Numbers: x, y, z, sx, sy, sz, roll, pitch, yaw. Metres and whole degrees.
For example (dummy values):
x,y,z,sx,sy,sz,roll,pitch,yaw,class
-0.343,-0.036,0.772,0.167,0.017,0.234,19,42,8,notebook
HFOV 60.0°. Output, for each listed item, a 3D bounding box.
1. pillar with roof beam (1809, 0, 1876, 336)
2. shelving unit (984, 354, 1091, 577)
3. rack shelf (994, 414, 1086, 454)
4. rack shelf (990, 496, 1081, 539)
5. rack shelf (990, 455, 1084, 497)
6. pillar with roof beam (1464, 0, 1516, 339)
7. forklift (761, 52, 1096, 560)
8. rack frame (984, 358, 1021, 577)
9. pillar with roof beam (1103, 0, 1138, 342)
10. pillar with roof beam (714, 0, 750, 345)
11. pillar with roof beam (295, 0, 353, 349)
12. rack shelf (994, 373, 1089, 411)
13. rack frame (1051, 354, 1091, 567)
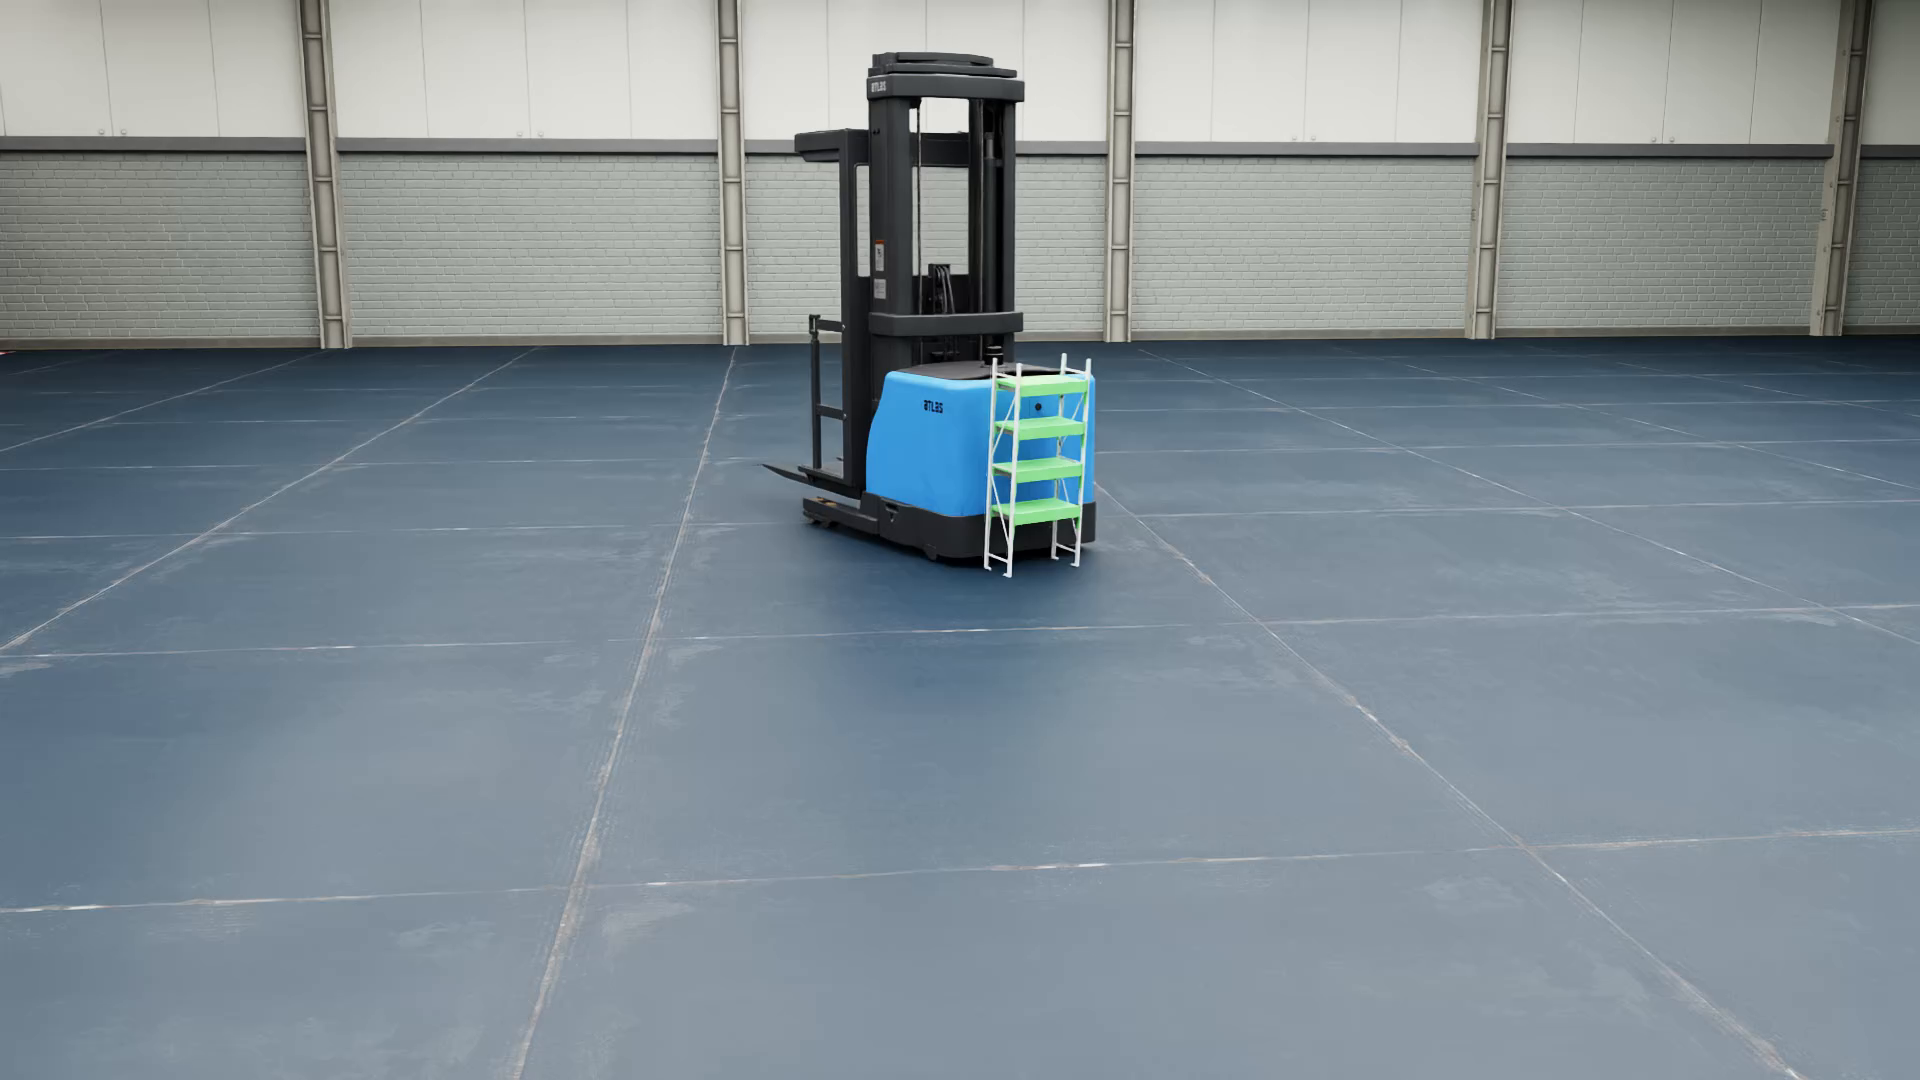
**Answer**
x,y,z,sx,sy,sz,roll,pitch,yaw,class
14.890,-7.003,22.660,0.400,9.000,9.100,-1,11,-6,pillar with roof beam
0.434,-0.427,9.387,0.503,1.200,0.258,-8,17,-35,shelving unit
0.441,-0.598,9.344,0.480,0.148,0.258,-8,17,-35,rack shelf
0.423,-0.133,9.462,0.480,0.148,0.258,-8,17,-35,rack shelf
0.432,-0.365,9.403,0.480,0.148,0.258,-8,17,-35,rack shelf
8.925,-6.878,22.024,0.400,9.000,9.100,-1,11,-6,pillar with roof beam
-0.375,-1.560,10.705,1.130,2.935,3.031,-7,13,-30,forklift
0.235,-0.400,9.249,0.015,1.200,0.240,-8,17,-35,rack frame
2.960,-6.753,21.389,0.400,9.000,9.100,-1,11,-6,pillar with roof beam
-3.005,-6.628,20.753,0.400,9.000,9.100,-1,11,-6,pillar with roof beam
-8.970,-6.503,20.117,0.400,9.000,9.100,-1,11,-6,pillar with roof beam
0.450,-0.830,9.285,0.480,0.148,0.258,-8,17,-35,rack shelf
0.633,-0.454,9.526,0.015,1.200,0.240,-8,17,-35,rack frame
